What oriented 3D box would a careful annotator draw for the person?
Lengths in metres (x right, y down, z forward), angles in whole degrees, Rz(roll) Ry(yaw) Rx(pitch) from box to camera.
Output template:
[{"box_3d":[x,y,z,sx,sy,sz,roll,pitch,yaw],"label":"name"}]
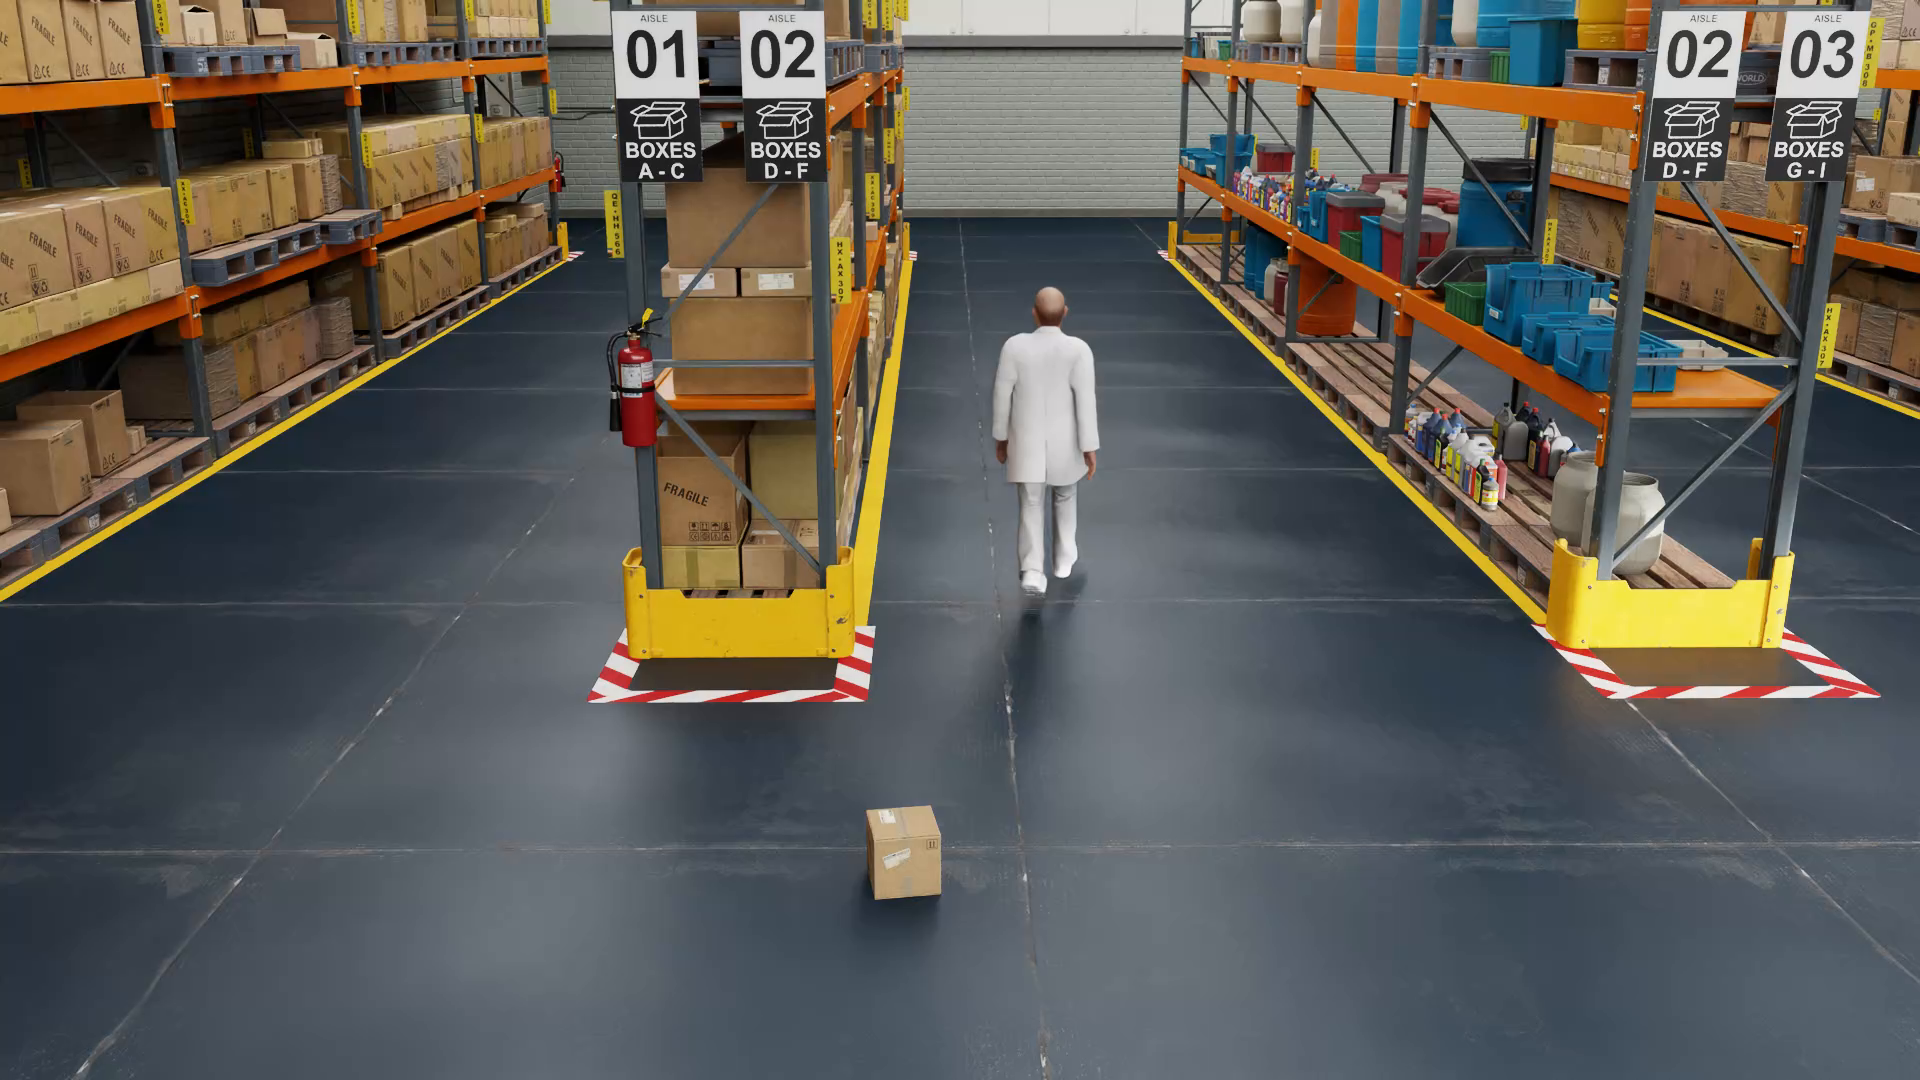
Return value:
[{"box_3d":[0.483,-0.563,9.426,0.621,1.740,1.072,2,17,6],"label":"person"}]
